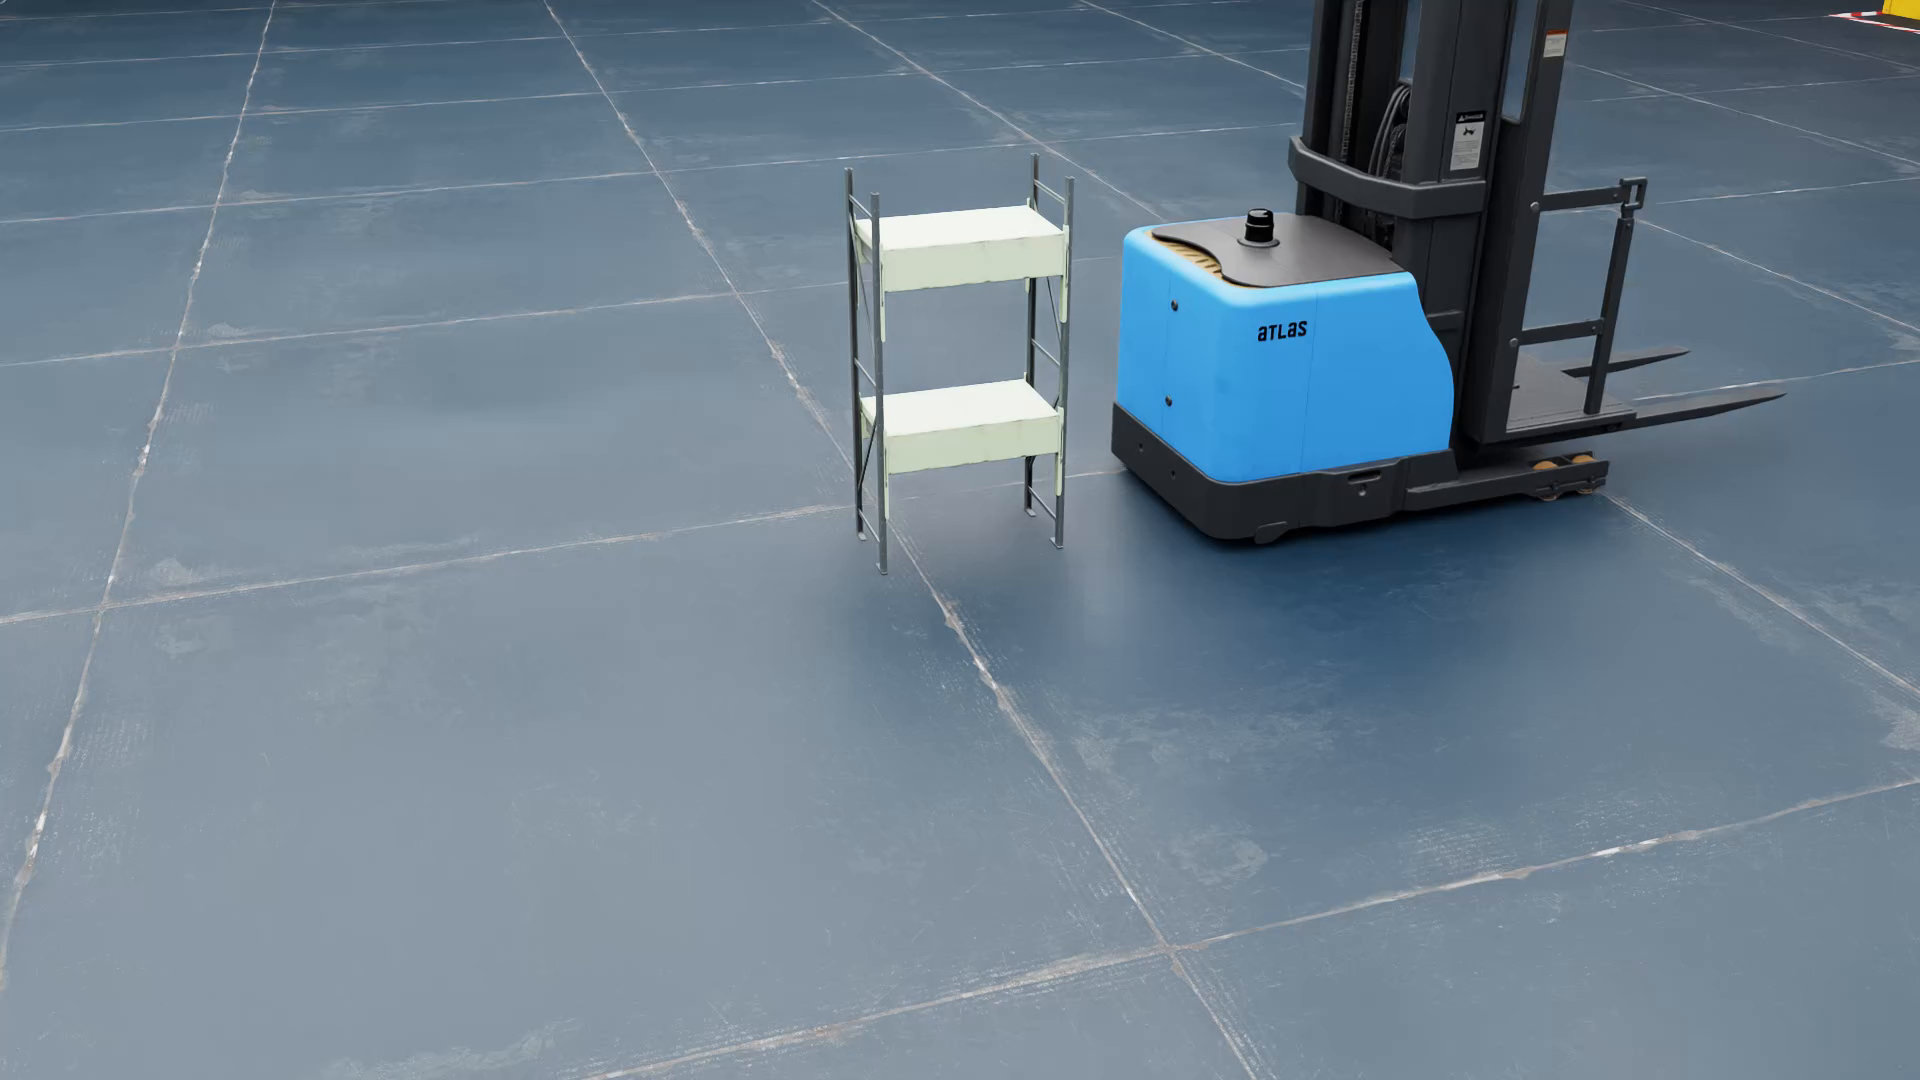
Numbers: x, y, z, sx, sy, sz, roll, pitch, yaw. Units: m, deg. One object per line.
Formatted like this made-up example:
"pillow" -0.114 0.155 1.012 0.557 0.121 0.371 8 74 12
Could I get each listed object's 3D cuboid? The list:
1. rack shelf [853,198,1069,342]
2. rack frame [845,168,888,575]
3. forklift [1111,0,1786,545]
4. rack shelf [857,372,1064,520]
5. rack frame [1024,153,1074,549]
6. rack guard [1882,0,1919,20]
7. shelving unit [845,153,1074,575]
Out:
"rack shelf" -0.006 -1.020 6.241 0.720 0.370 0.431 -8 28 -16
"rack frame" -0.354 -0.620 6.313 0.023 1.500 0.400 -8 28 -16
"forklift" 2.243 -1.689 6.855 3.031 2.935 1.130 -9 28 -18
"rack shelf" -0.006 -0.379 6.560 0.720 0.370 0.431 -8 28 -16
"rack frame" 0.342 -0.721 6.516 0.023 1.500 0.400 -8 28 -16
"rack guard" 10.687 -5.937 18.147 0.348 0.500 1.175 -8 28 -16
"shelving unit" -0.006 -0.671 6.415 0.755 1.500 0.431 -8 28 -16
